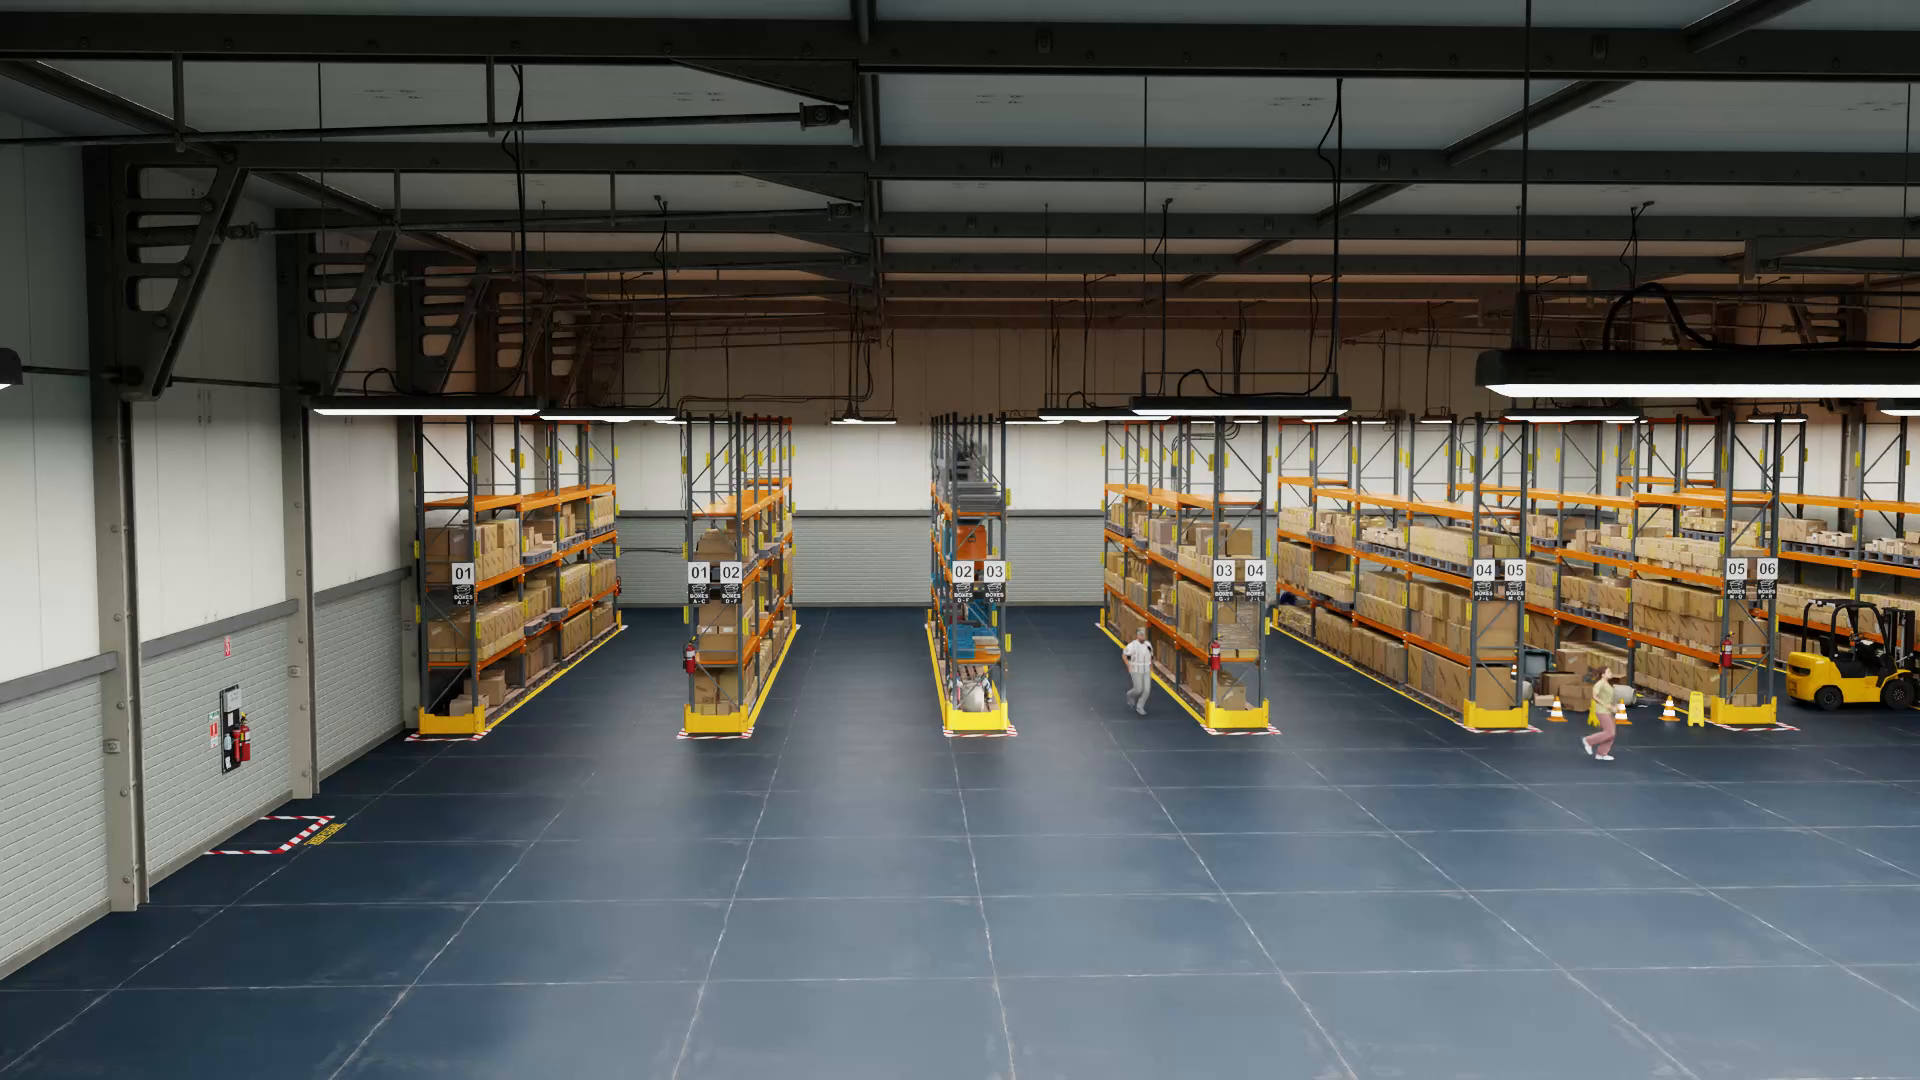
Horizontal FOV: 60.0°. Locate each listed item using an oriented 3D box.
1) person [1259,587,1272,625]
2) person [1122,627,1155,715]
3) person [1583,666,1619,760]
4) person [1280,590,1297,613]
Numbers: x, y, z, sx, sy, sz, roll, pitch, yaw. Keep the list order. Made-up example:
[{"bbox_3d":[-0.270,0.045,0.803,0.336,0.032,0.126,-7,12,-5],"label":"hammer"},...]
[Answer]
[{"bbox_3d":[7.988,1.841,44.303,0.656,1.772,0.800,0,4,6],"label":"person"},{"bbox_3d":[3.605,2.611,33.244,0.673,1.756,0.595,-1,4,-20],"label":"person"},{"bbox_3d":[11.025,2.962,28.586,0.537,1.623,0.565,3,5,35],"label":"person"},{"bbox_3d":[9.737,1.615,49.097,0.741,1.639,0.757,1,4,14],"label":"person"}]
